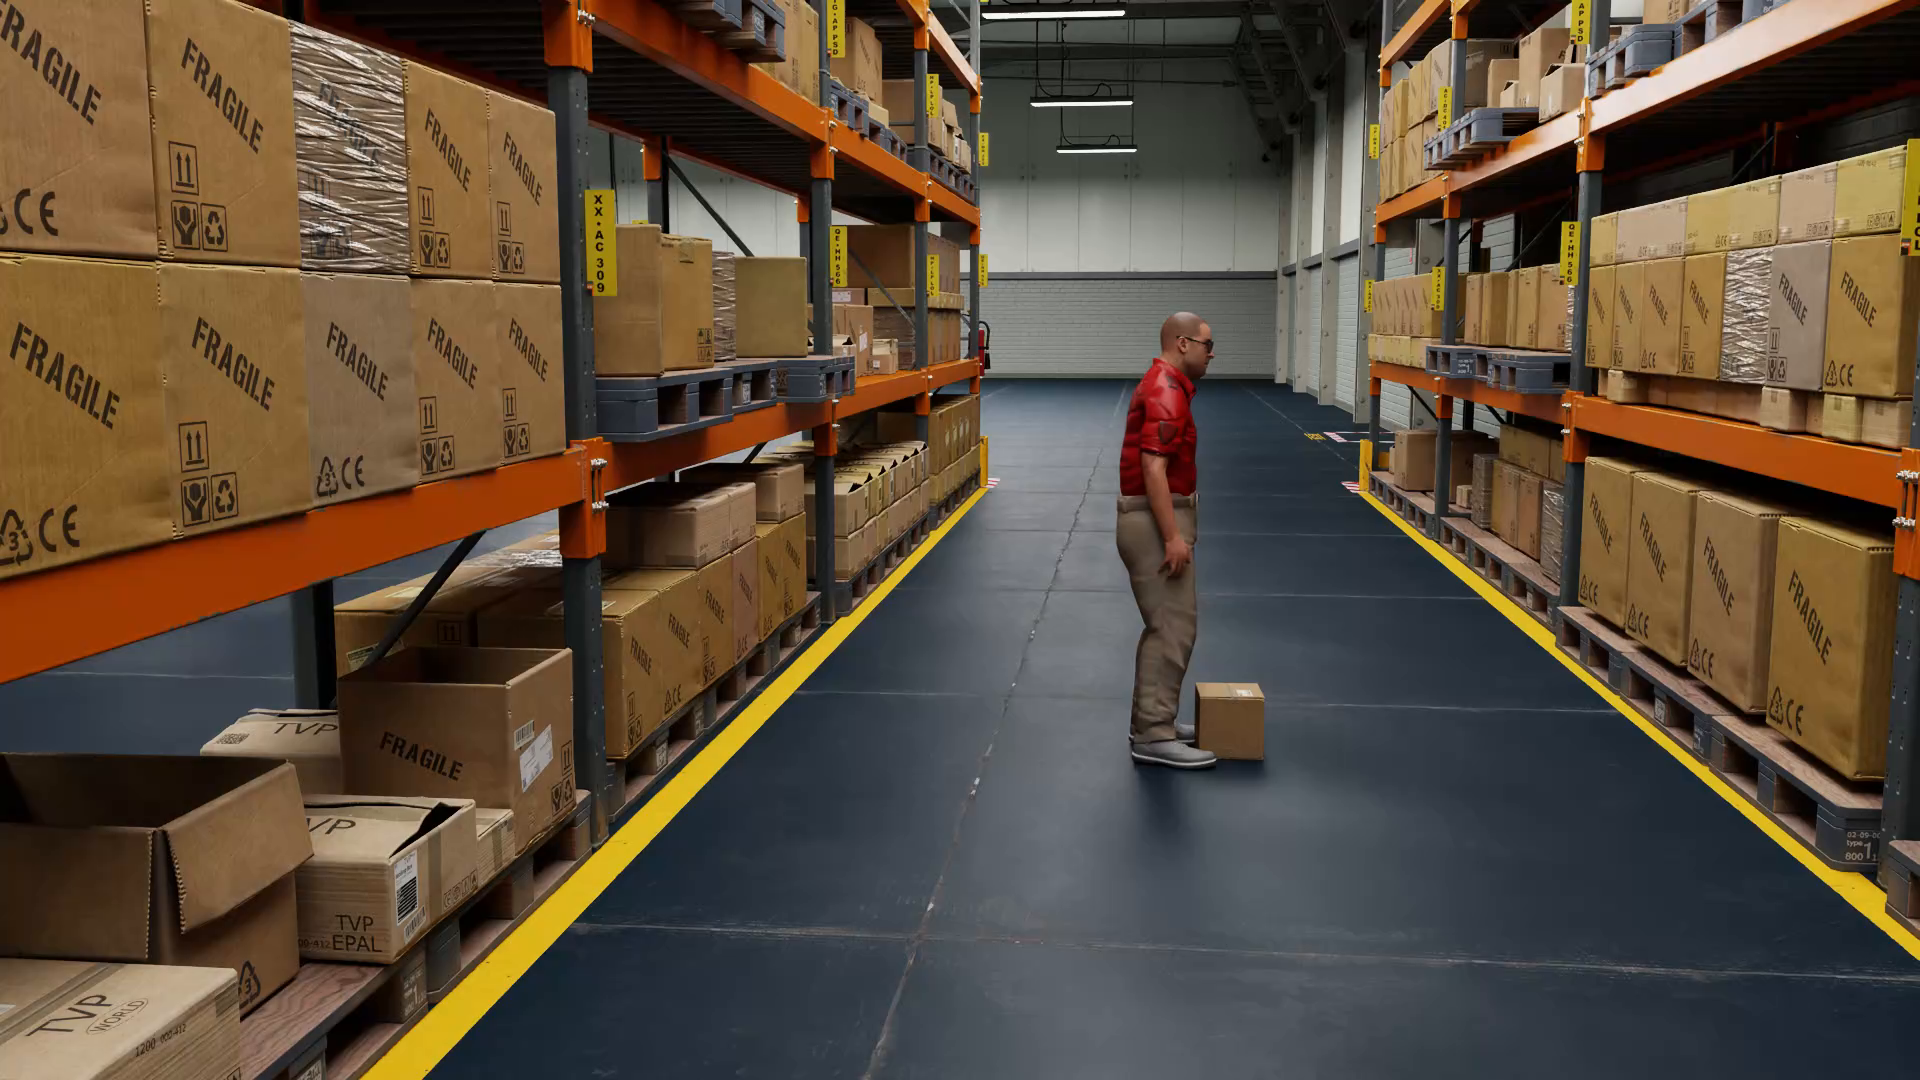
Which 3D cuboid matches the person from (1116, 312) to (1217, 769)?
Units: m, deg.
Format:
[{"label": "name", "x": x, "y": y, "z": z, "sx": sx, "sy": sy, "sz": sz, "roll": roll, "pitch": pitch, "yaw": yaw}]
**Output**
[{"label": "person", "x": 0.808, "y": -0.019, "z": 6.490, "sx": 0.389, "sy": 1.726, "sz": 0.584, "roll": 1, "pitch": 8, "yaw": 5}]
